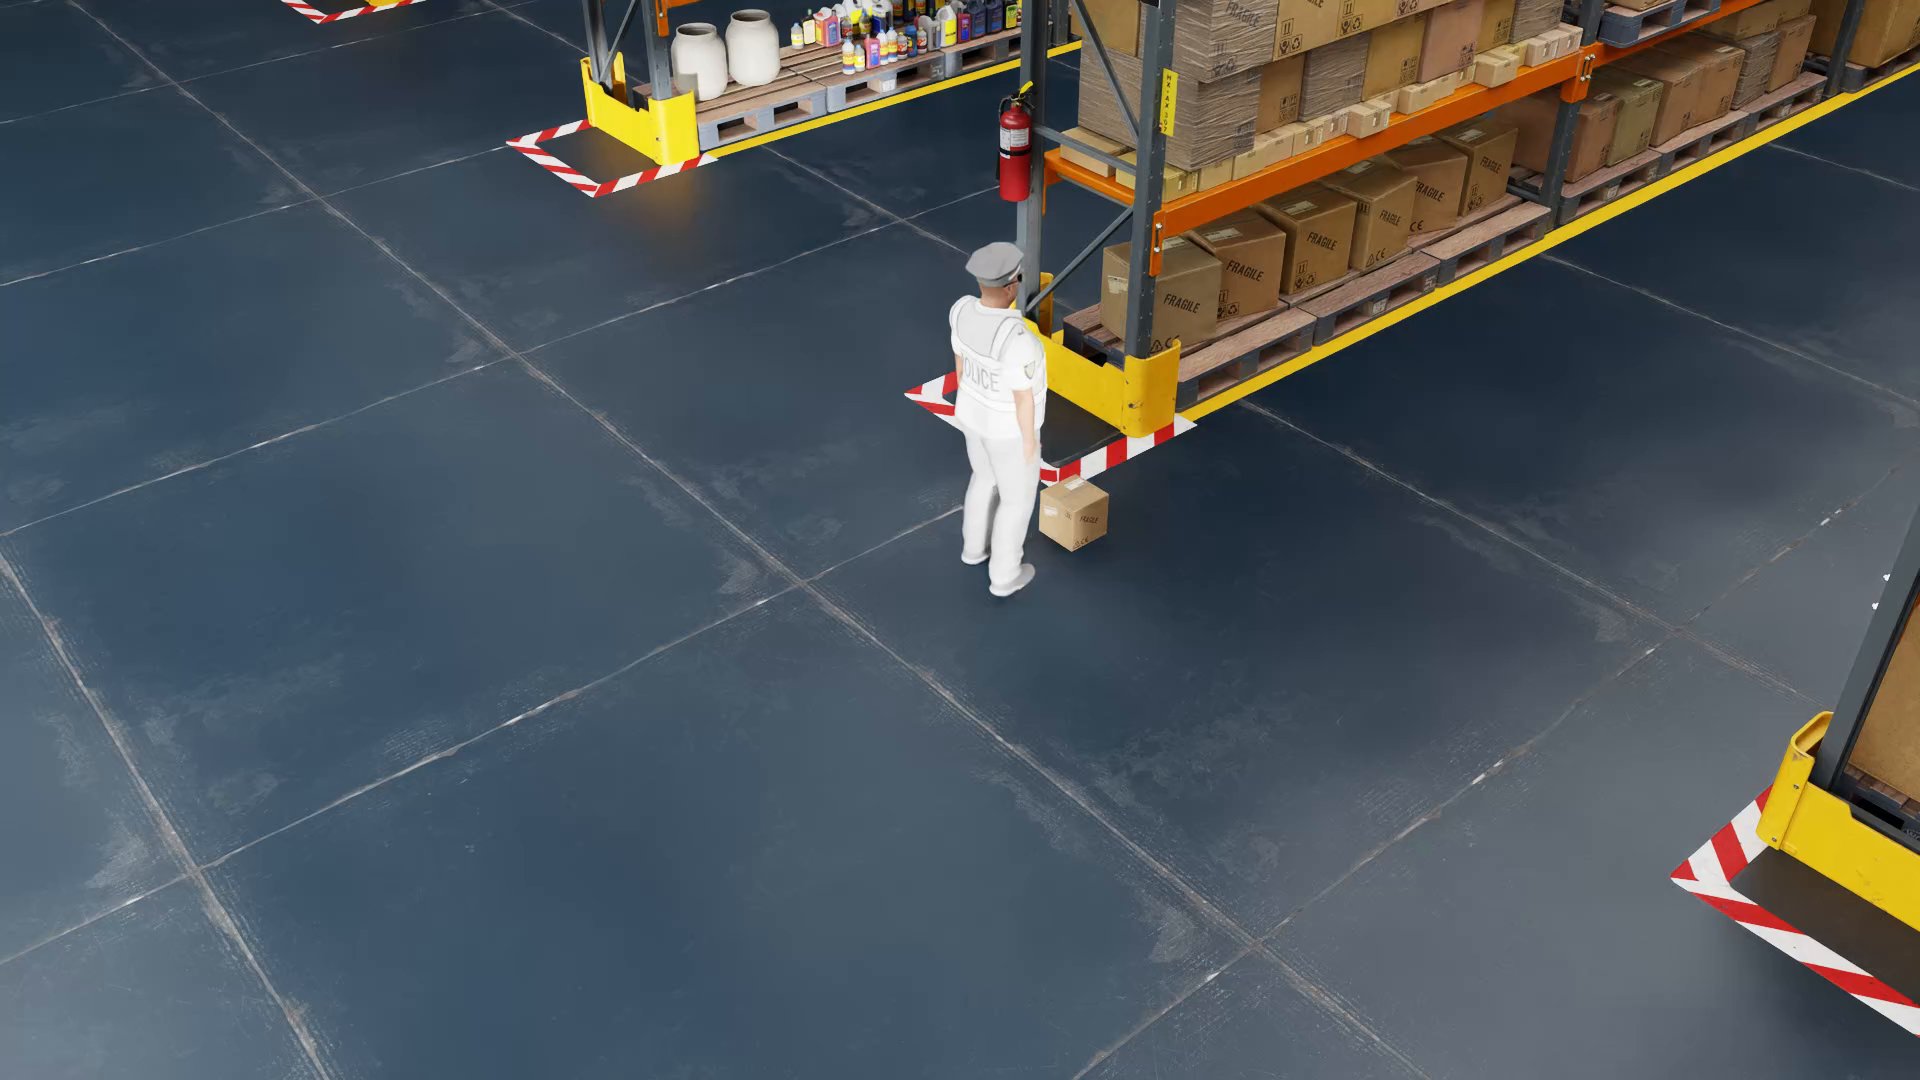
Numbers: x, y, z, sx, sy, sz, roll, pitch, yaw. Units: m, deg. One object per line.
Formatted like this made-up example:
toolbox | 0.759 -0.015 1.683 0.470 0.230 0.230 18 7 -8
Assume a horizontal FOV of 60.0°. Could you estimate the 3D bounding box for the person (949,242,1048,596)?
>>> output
person | 0.196 -0.573 7.882 0.400 1.785 0.528 -25 42 -30
